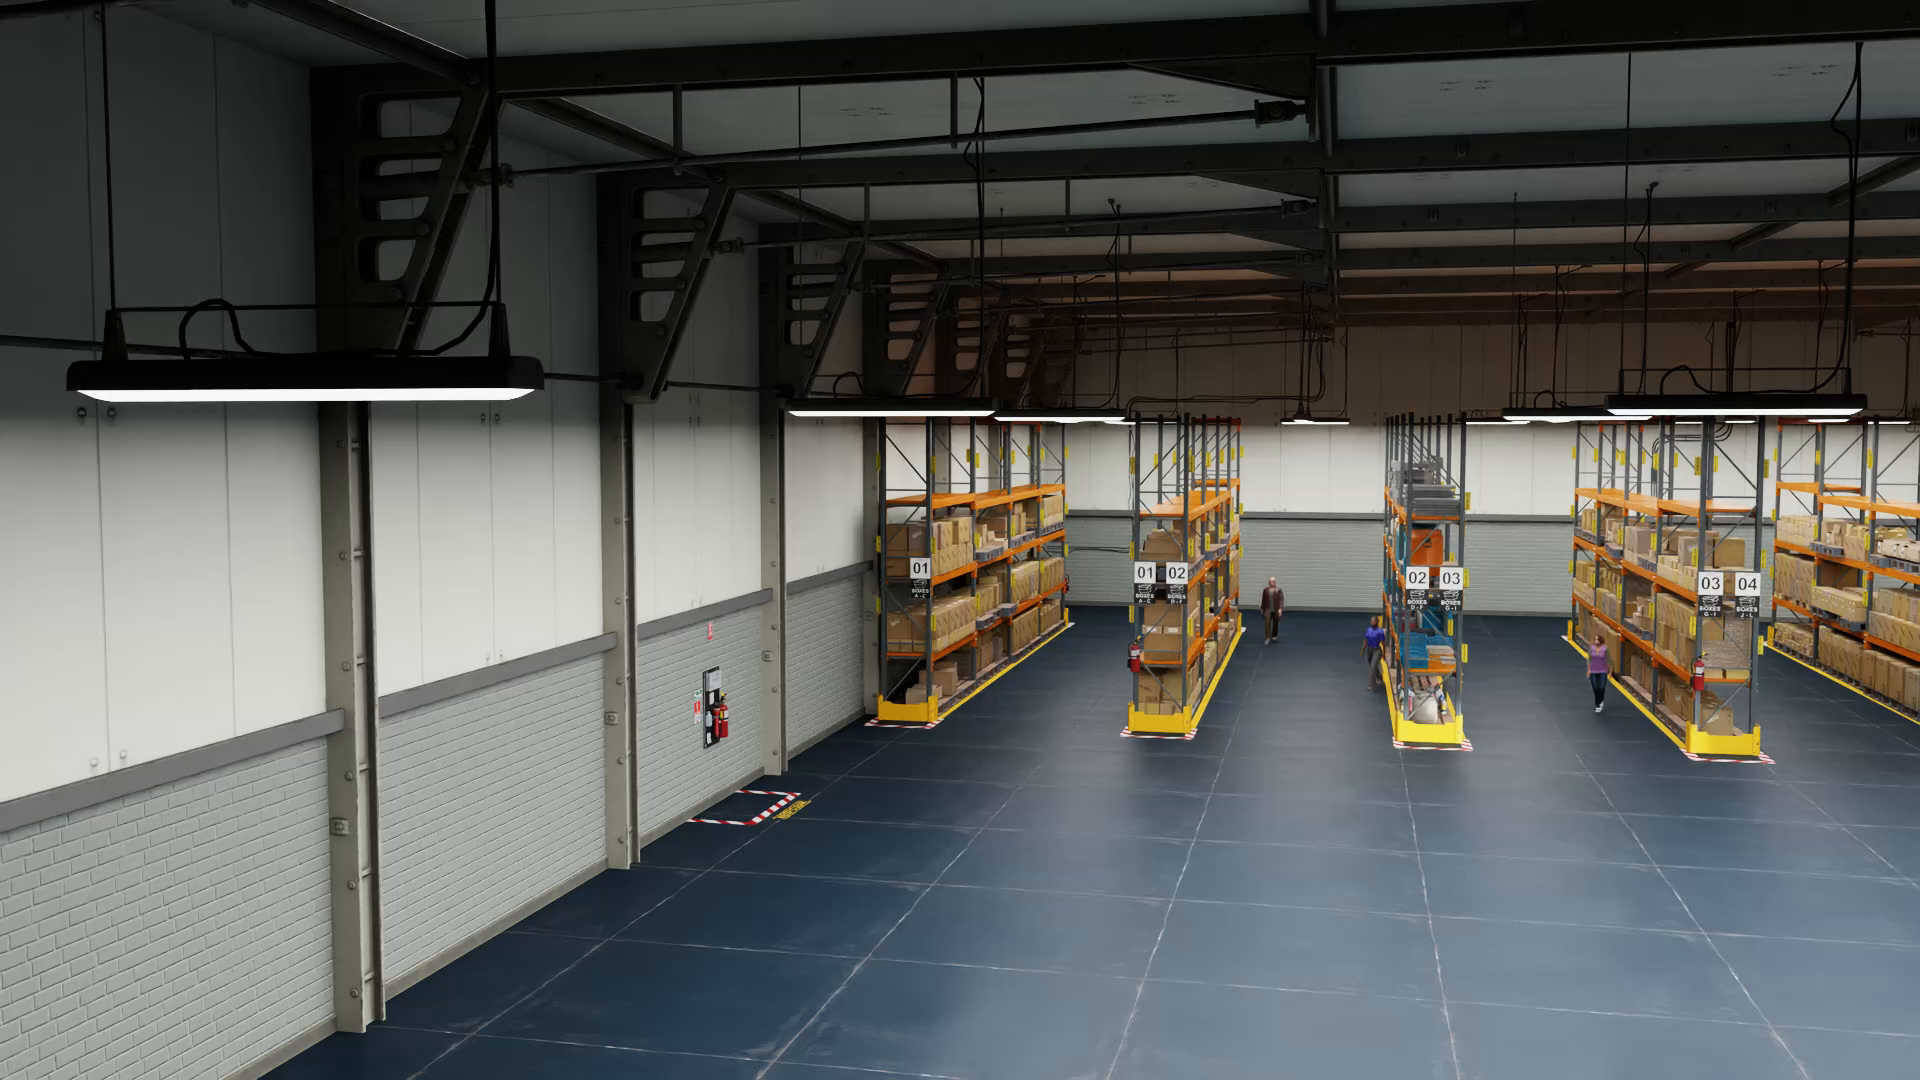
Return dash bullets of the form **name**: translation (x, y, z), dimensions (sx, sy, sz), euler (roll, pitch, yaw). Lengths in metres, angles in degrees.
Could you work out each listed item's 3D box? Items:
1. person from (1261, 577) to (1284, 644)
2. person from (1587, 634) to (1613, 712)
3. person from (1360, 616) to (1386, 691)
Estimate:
- **person**: translation (8.264, 1.855, 44.032), dimensions (0.621, 1.718, 1.103), euler (1, 4, 14)
- **person**: translation (12.864, 2.679, 33.436), dimensions (0.487, 1.584, 0.451), euler (2, 4, 30)
- **person**: translation (9.062, 2.446, 36.304), dimensions (0.492, 1.598, 1.026), euler (3, 5, 42)
